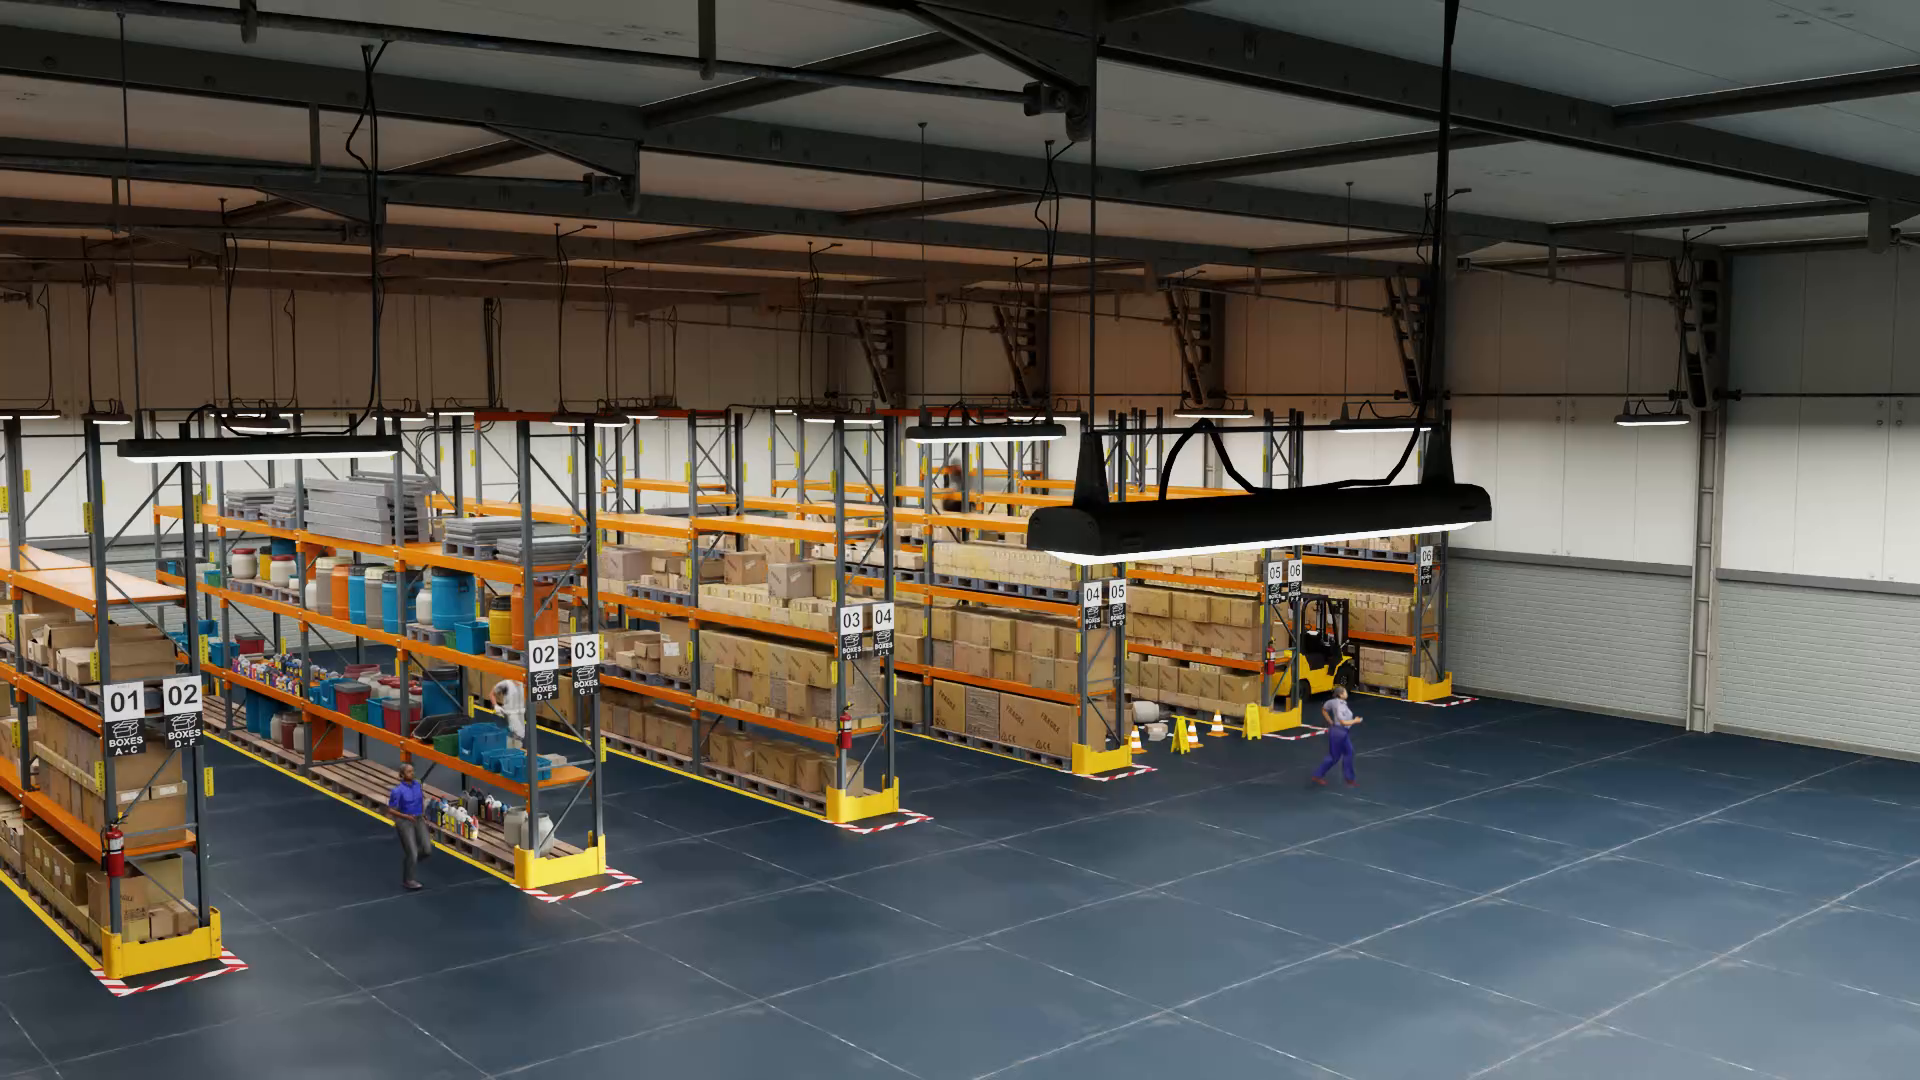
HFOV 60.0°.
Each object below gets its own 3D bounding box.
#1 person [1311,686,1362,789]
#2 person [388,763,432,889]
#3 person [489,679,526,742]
[{"bbox_3d":[6.039,3.176,26.637,0.816,1.704,0.593,0,5,5],"label":"person"},{"bbox_3d":[-7.025,3.656,21.304,0.573,1.607,0.571,3,6,33],"label":"person"},{"bbox_3d":[-7.546,2.968,28.204,0.716,1.762,0.676,4,6,36],"label":"person"}]
